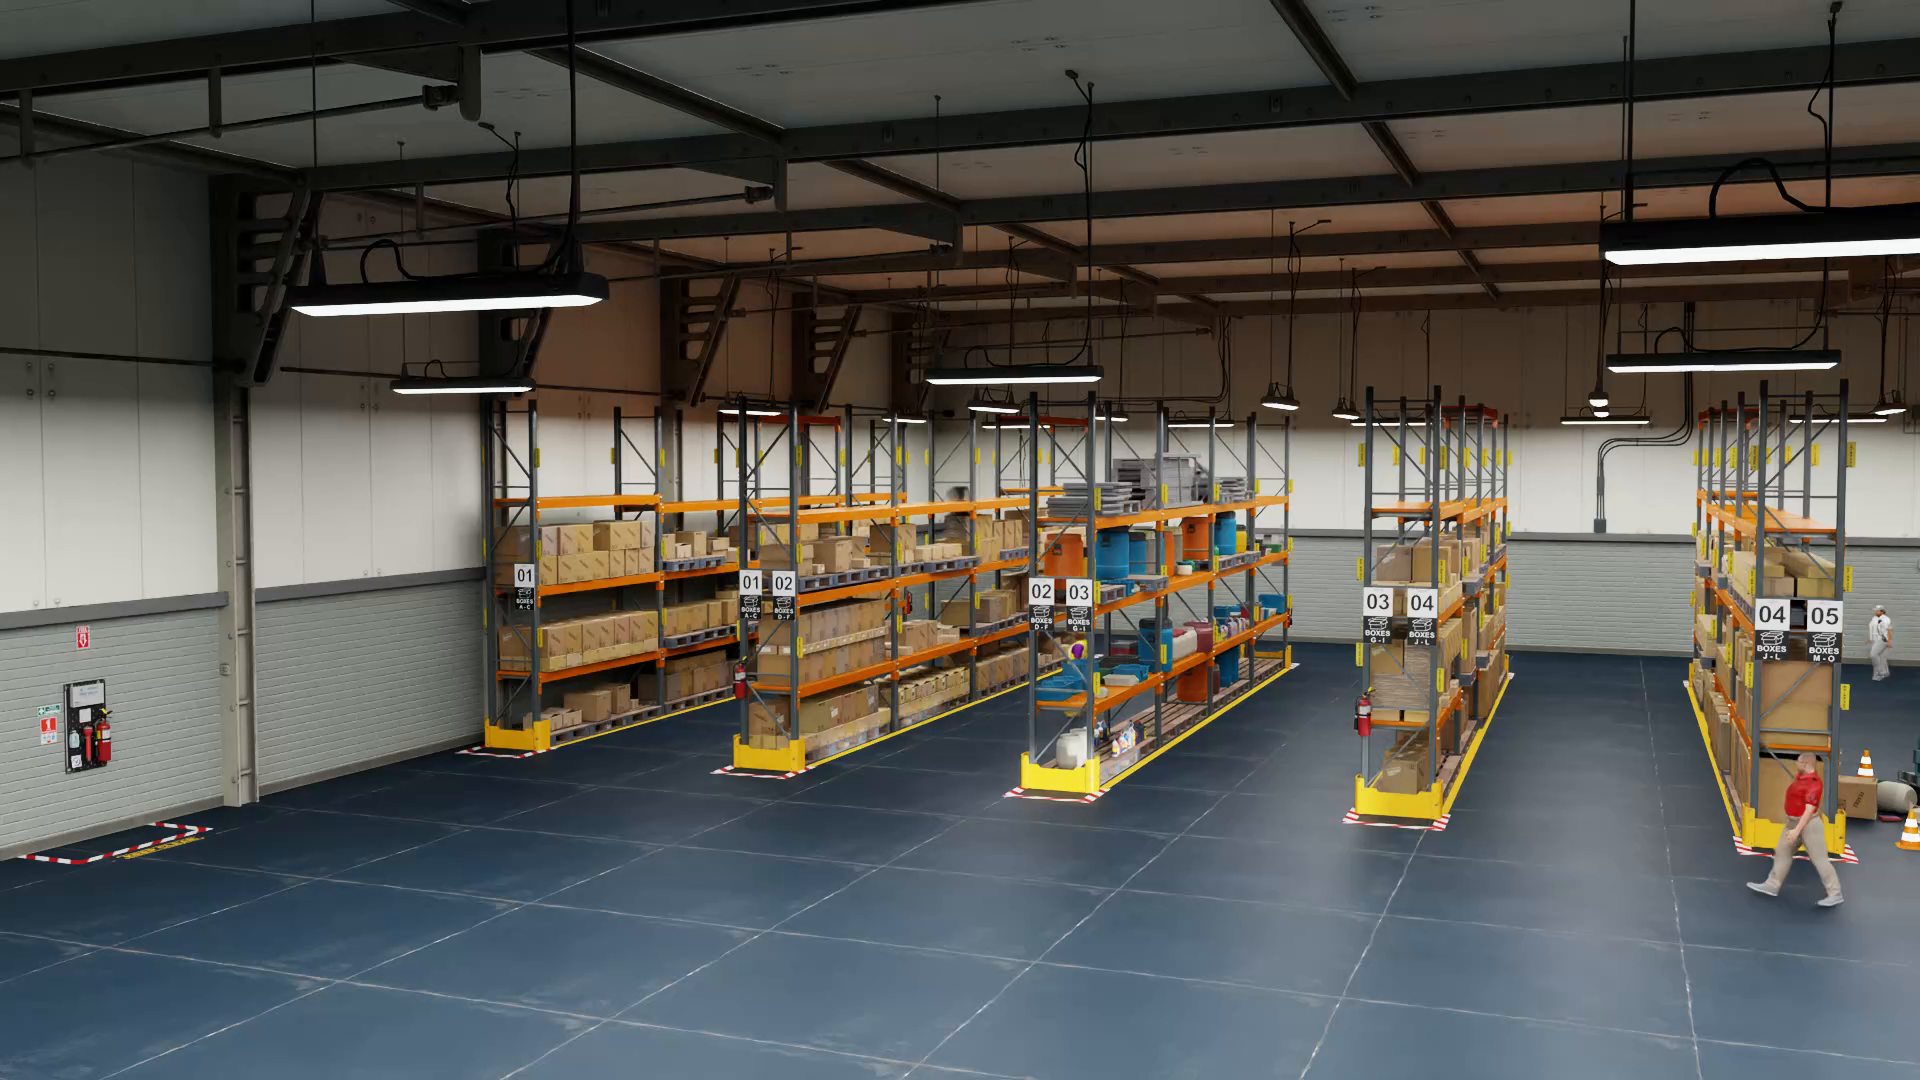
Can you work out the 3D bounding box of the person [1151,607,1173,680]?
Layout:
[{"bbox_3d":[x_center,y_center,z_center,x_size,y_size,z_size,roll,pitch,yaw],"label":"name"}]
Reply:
[{"bbox_3d":[4.287,2.327,36.799,1.105,1.734,0.598,-3,4,-43],"label":"person"}]

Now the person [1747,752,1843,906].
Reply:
[{"bbox_3d":[9.441,3.219,18.743,0.833,1.688,0.673,0,3,0],"label":"person"}]

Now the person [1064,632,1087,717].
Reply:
[{"bbox_3d":[2.257,2.527,32.281,0.488,1.753,0.640,0,3,2],"label":"person"}]

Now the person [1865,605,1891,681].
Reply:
[{"bbox_3d":[20.784,2.327,37.602,0.566,1.706,0.498,0,3,-2],"label":"person"}]
